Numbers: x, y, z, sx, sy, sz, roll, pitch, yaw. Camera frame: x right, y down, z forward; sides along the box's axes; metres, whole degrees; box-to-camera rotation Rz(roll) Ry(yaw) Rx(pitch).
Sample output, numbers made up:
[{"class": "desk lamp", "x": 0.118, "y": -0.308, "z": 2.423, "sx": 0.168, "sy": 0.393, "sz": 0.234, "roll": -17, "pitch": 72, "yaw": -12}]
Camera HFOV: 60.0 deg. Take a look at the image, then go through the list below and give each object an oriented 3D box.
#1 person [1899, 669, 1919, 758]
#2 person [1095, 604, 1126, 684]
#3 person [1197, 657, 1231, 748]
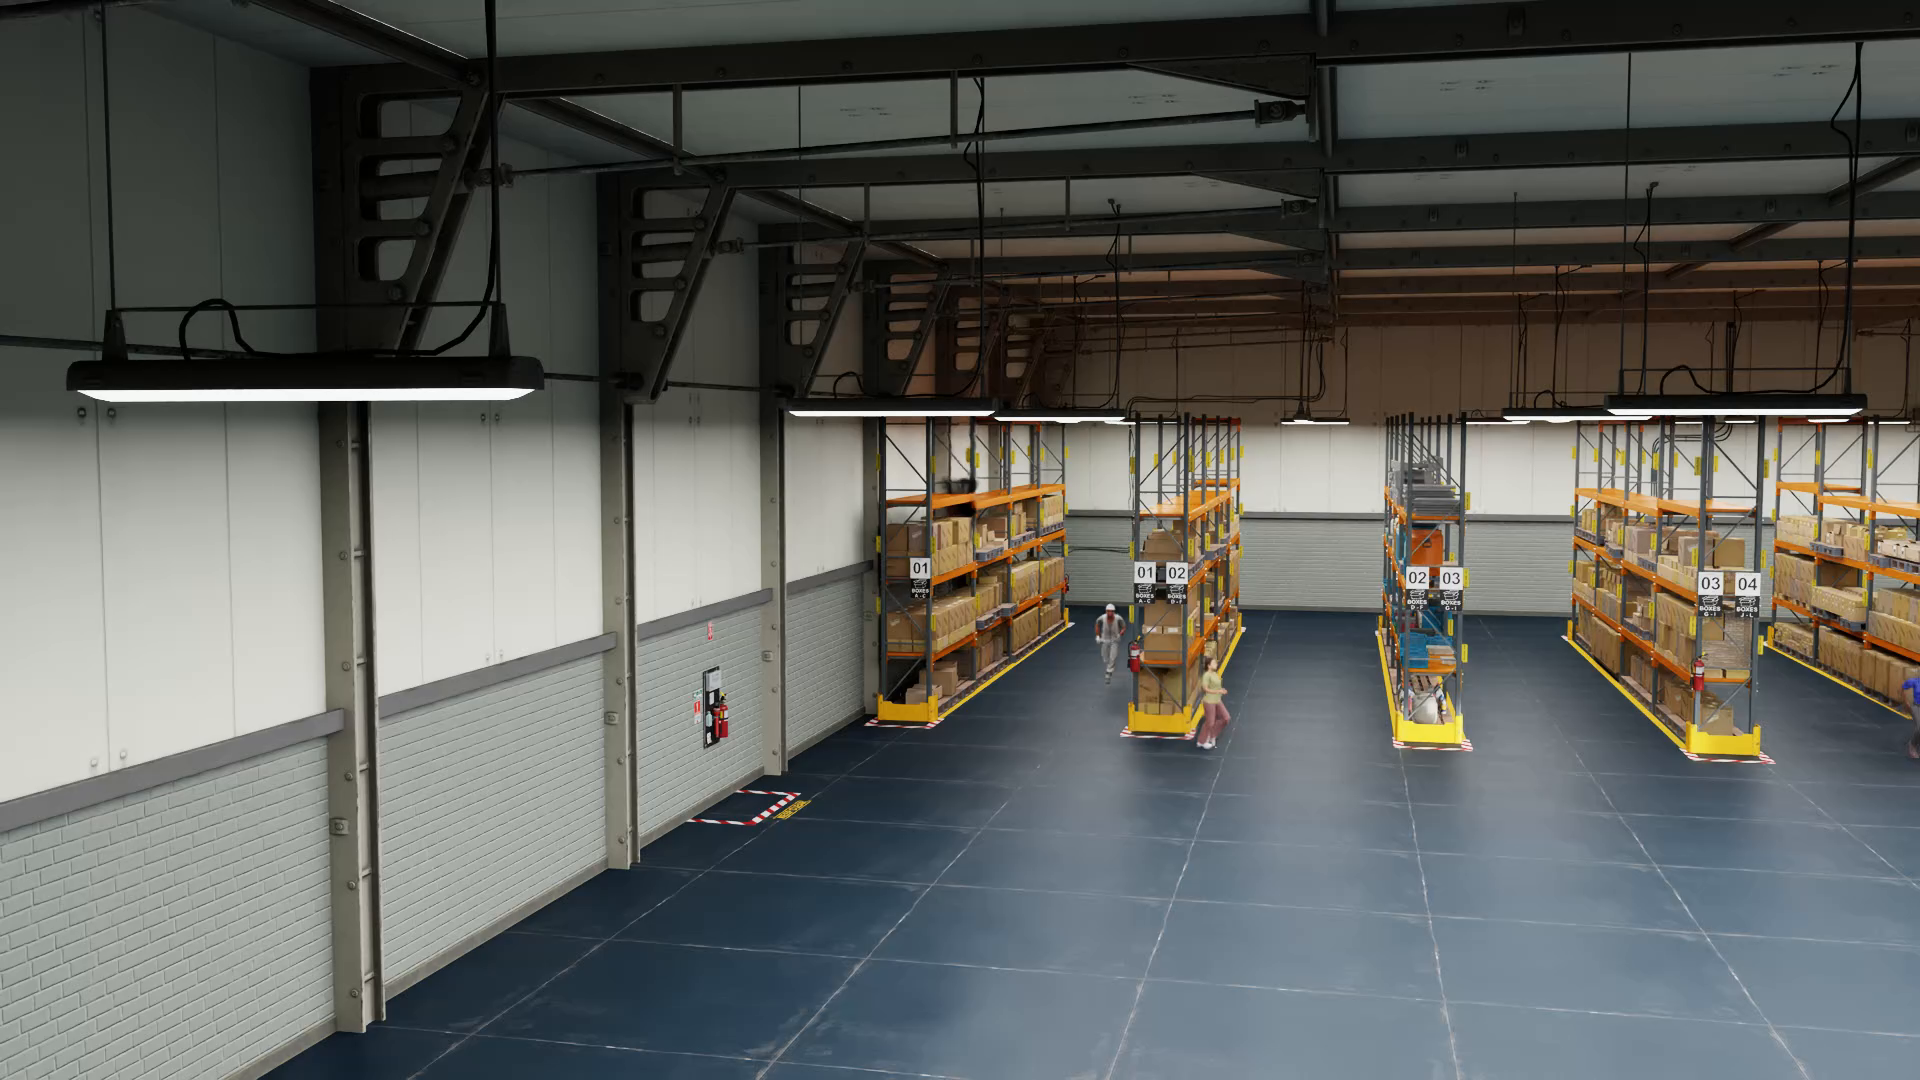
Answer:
[{"class": "person", "x": 16.610, "y": 2.960, "z": 28.726, "sx": 0.567, "sy": 1.622, "sz": 0.680, "roll": 0, "pitch": 4, "yaw": 0}, {"class": "person", "x": 3.211, "y": 2.199, "z": 35.454, "sx": 0.655, "sy": 1.711, "sz": 0.808, "roll": 0, "pitch": 4, "yaw": 4}, {"class": "person", "x": 4.498, "y": 2.904, "z": 29.548, "sx": 0.616, "sy": 1.604, "sz": 0.556, "roll": 3, "pitch": 5, "yaw": 40}]
